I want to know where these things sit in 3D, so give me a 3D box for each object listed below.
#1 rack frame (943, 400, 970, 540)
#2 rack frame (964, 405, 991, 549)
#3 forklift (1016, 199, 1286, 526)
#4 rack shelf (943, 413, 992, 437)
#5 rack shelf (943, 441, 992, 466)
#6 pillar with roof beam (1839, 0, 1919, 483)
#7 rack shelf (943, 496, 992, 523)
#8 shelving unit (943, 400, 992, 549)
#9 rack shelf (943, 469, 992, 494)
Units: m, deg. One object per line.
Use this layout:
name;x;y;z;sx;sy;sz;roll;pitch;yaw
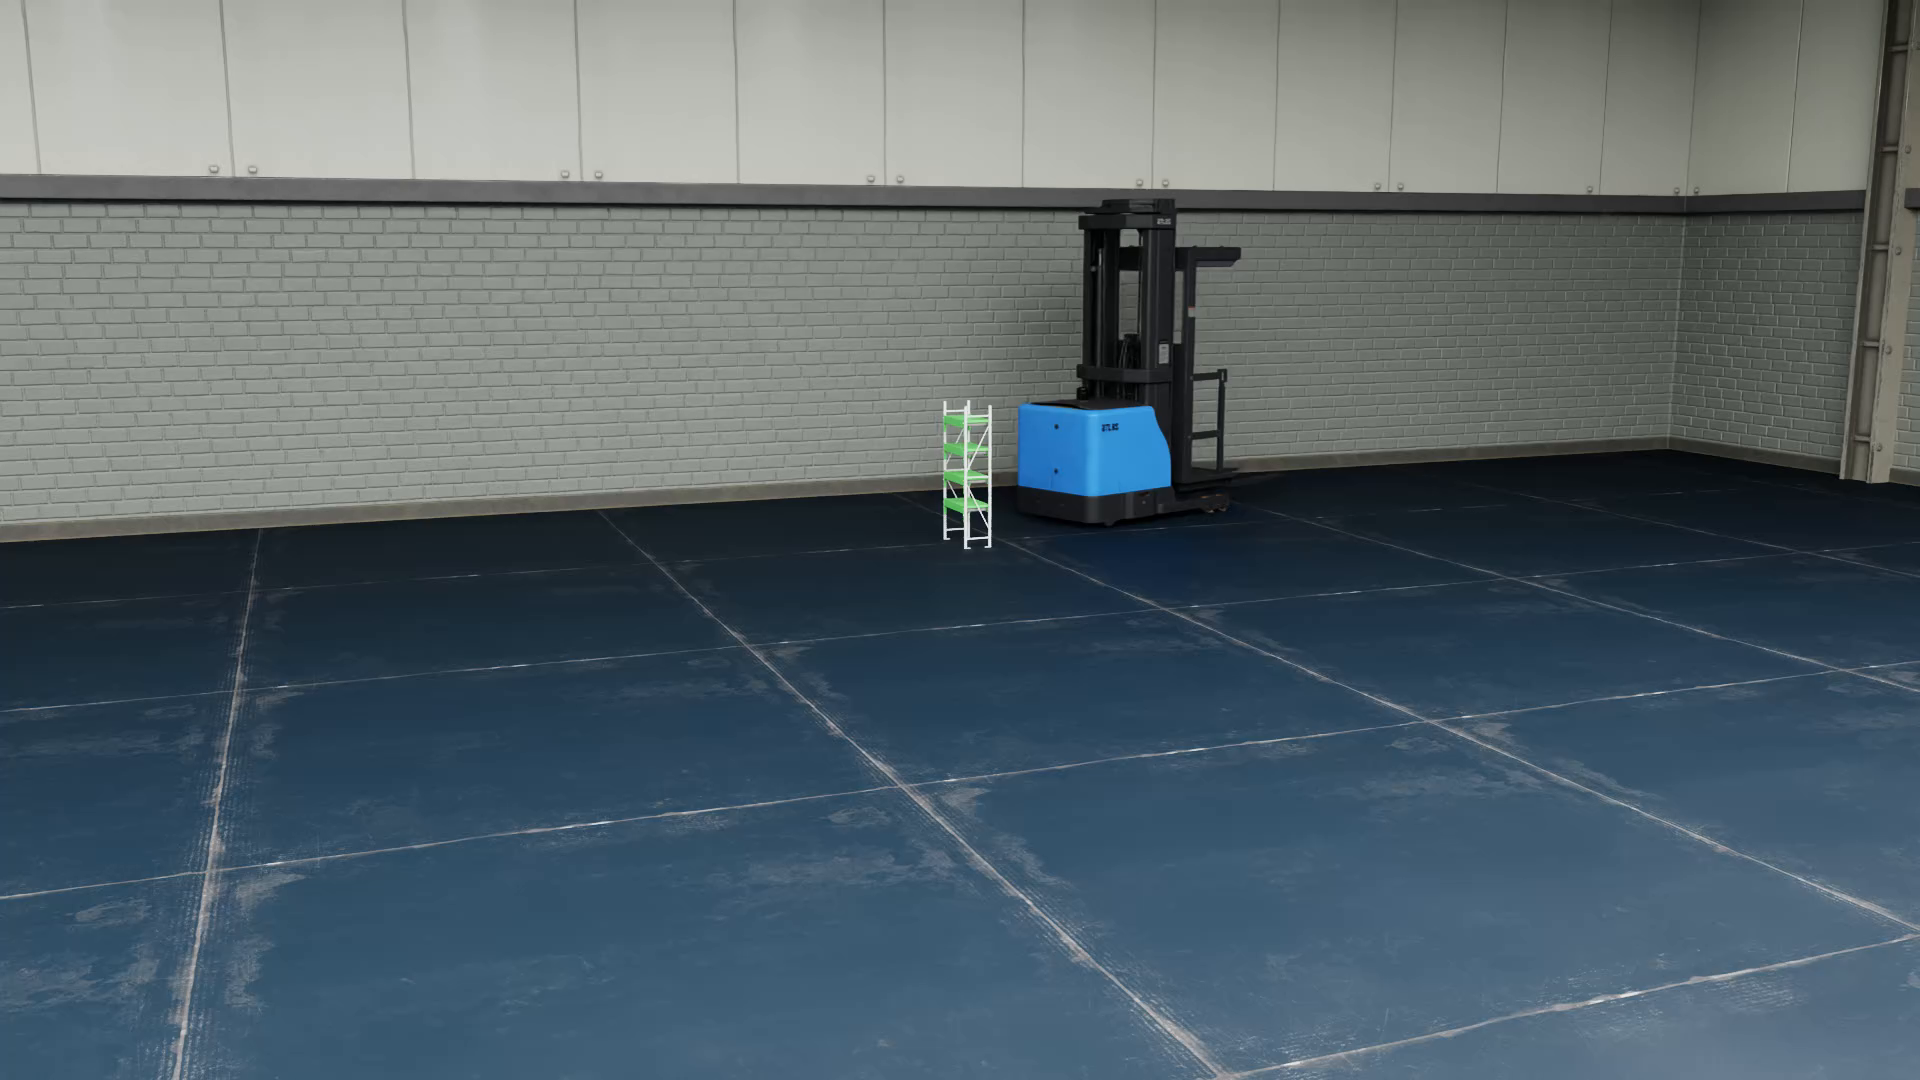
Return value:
rack frame;-0.028;-0.604;14.387;0.240;1.200;0.015;-4;11;-21
rack frame;0.148;-0.524;13.939;0.240;1.200;0.015;-4;11;-21
forklift;1.960;-1.757;15.927;3.031;2.935;1.130;-9;13;-41
rack shelf;0.060;-0.973;14.090;0.258;0.148;0.480;-4;11;-21
rack shelf;0.060;-0.737;14.132;0.258;0.148;0.480;-4;11;-21
pillar with roof beam;5.823;-4.808;15.754;9.100;9.000;0.400;-4;11;-21
rack shelf;0.060;-0.265;14.216;0.258;0.148;0.480;-4;11;-21
shelving unit;0.060;-0.564;14.163;0.258;1.200;0.503;-4;11;-21
rack shelf;0.060;-0.501;14.174;0.258;0.148;0.480;-4;11;-21
